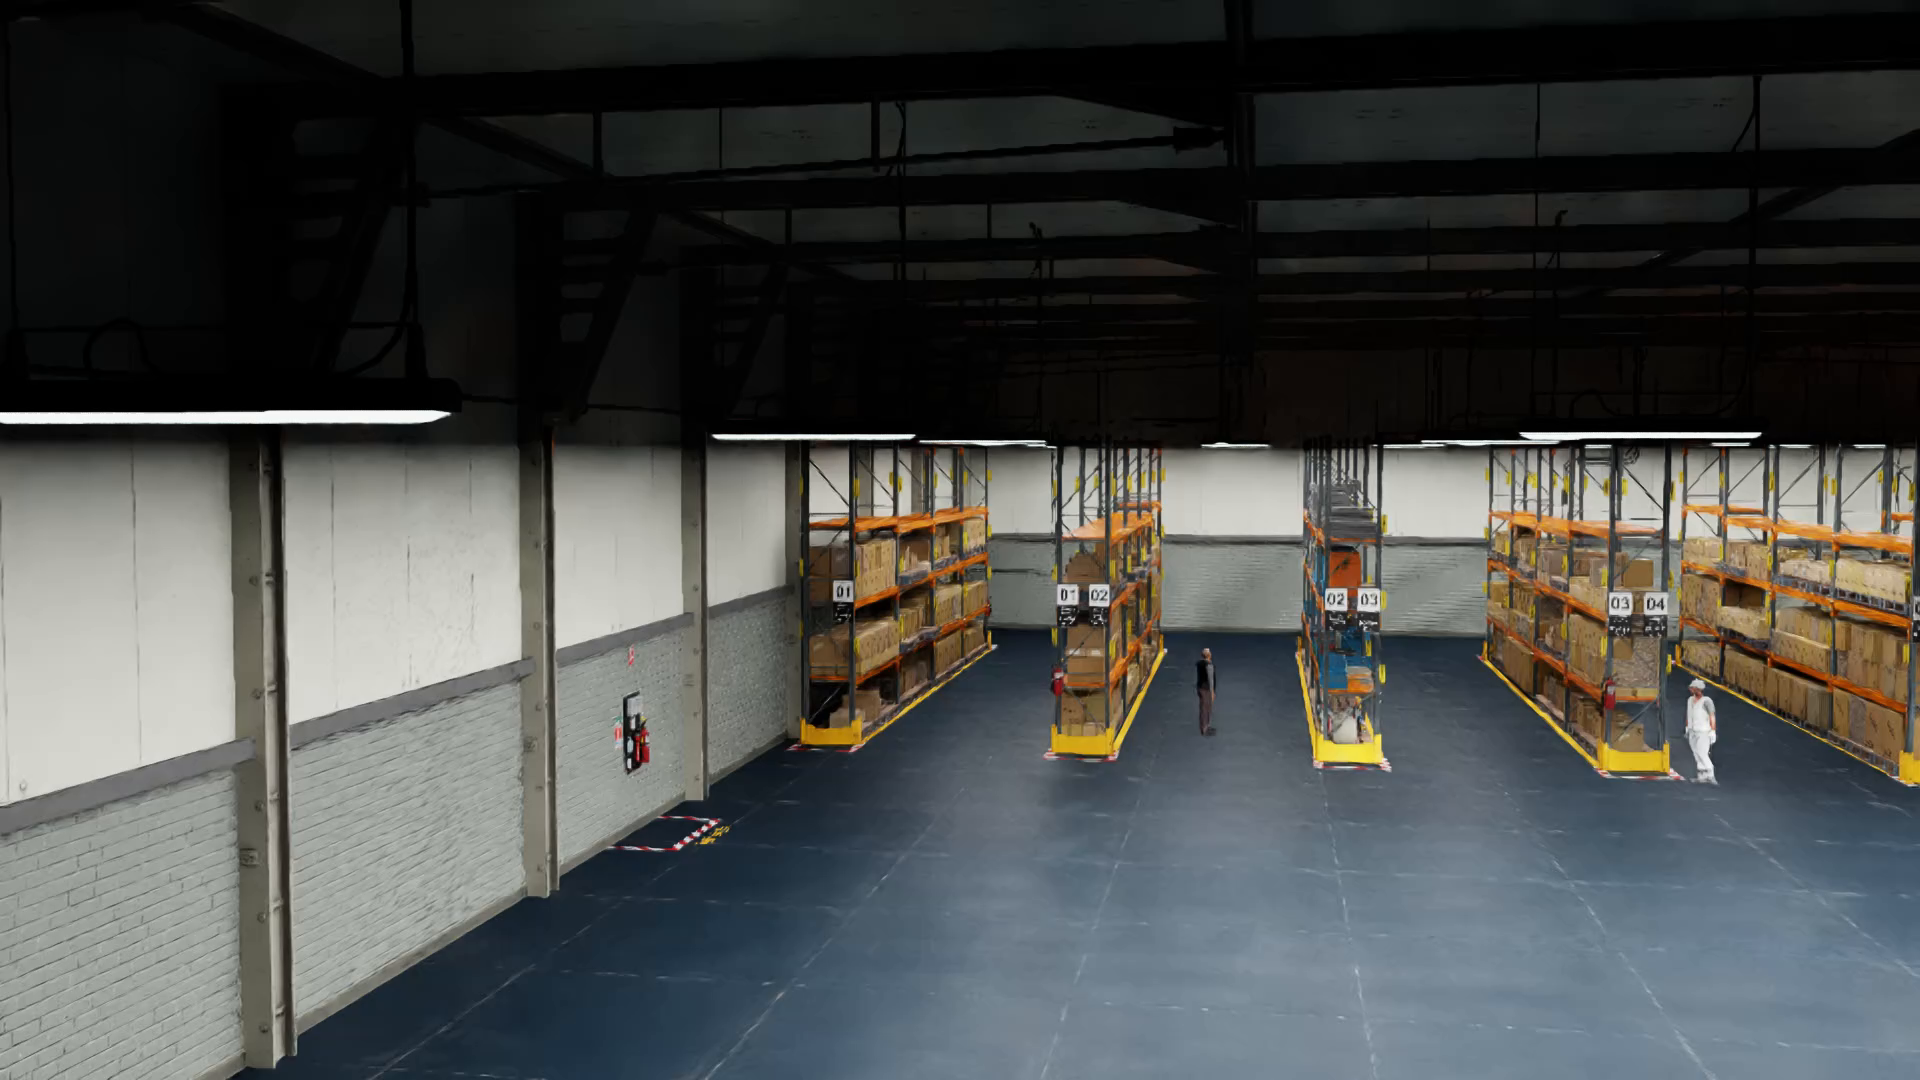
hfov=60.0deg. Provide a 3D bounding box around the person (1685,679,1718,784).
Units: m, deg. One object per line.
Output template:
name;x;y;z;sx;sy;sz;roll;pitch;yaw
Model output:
person;12.702;3.279;28.480;0.384;1.783;0.632;-1;3;-23

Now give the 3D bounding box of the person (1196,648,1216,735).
person;4.999;3.035;33.492;0.454;1.726;0.581;-1;3;-18
